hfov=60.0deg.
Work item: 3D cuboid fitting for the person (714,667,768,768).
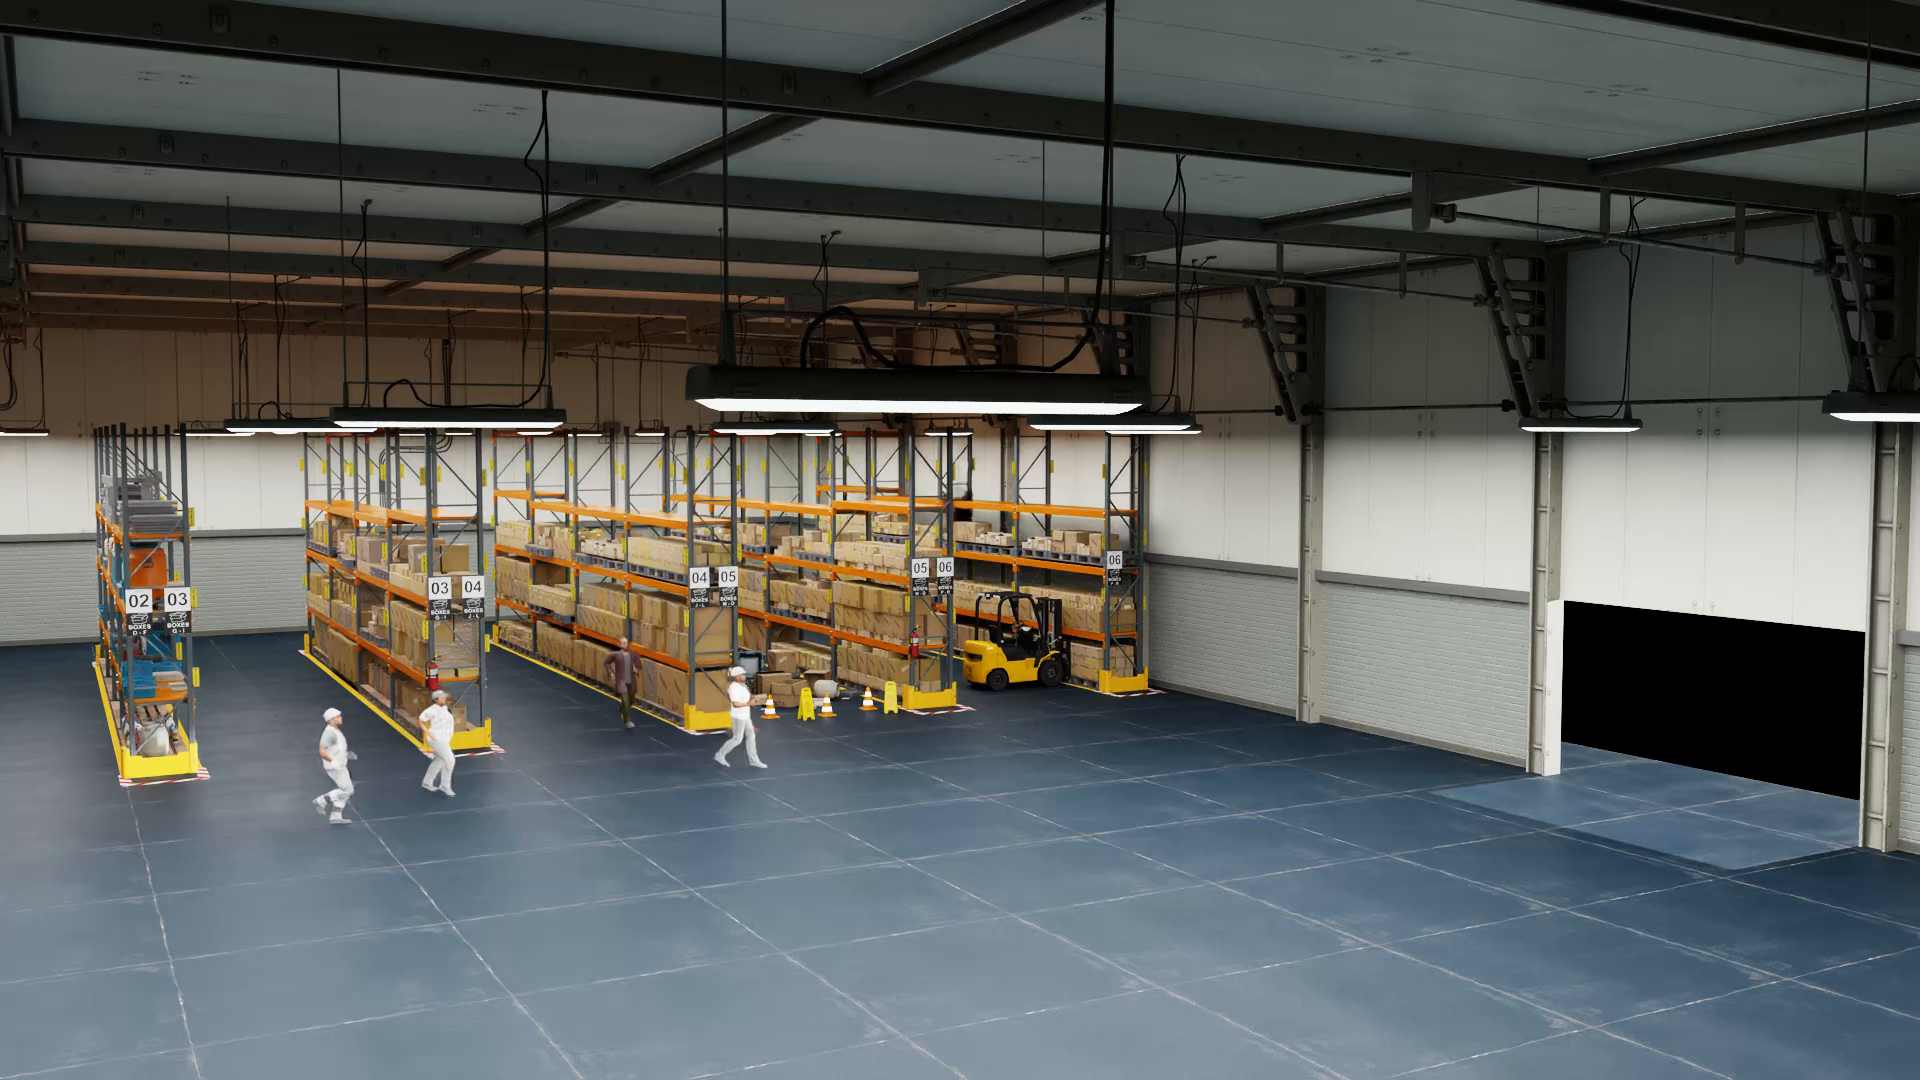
[{"bbox_3d":[-3.790,3.066,28.717,0.917,1.765,0.700,0,3,5],"label":"person"}]

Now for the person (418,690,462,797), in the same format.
[{"bbox_3d":[-8.367,3.268,26.775,0.696,1.714,0.583,0,3,5],"label":"person"}]

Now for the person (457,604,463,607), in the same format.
[{"bbox_3d":[-13.220,2.183,44.423,0.629,1.698,0.804,-2,4,-30],"label":"person"}]

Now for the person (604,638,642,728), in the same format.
[{"bbox_3d":[-6.671,2.821,33.064,0.724,1.760,1.022,-2,4,-33],"label":"person"}]

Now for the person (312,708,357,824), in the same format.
[{"bbox_3d":[-9.287,3.360,24.684,0.601,1.738,0.658,-1,4,-11],"label":"person"}]
